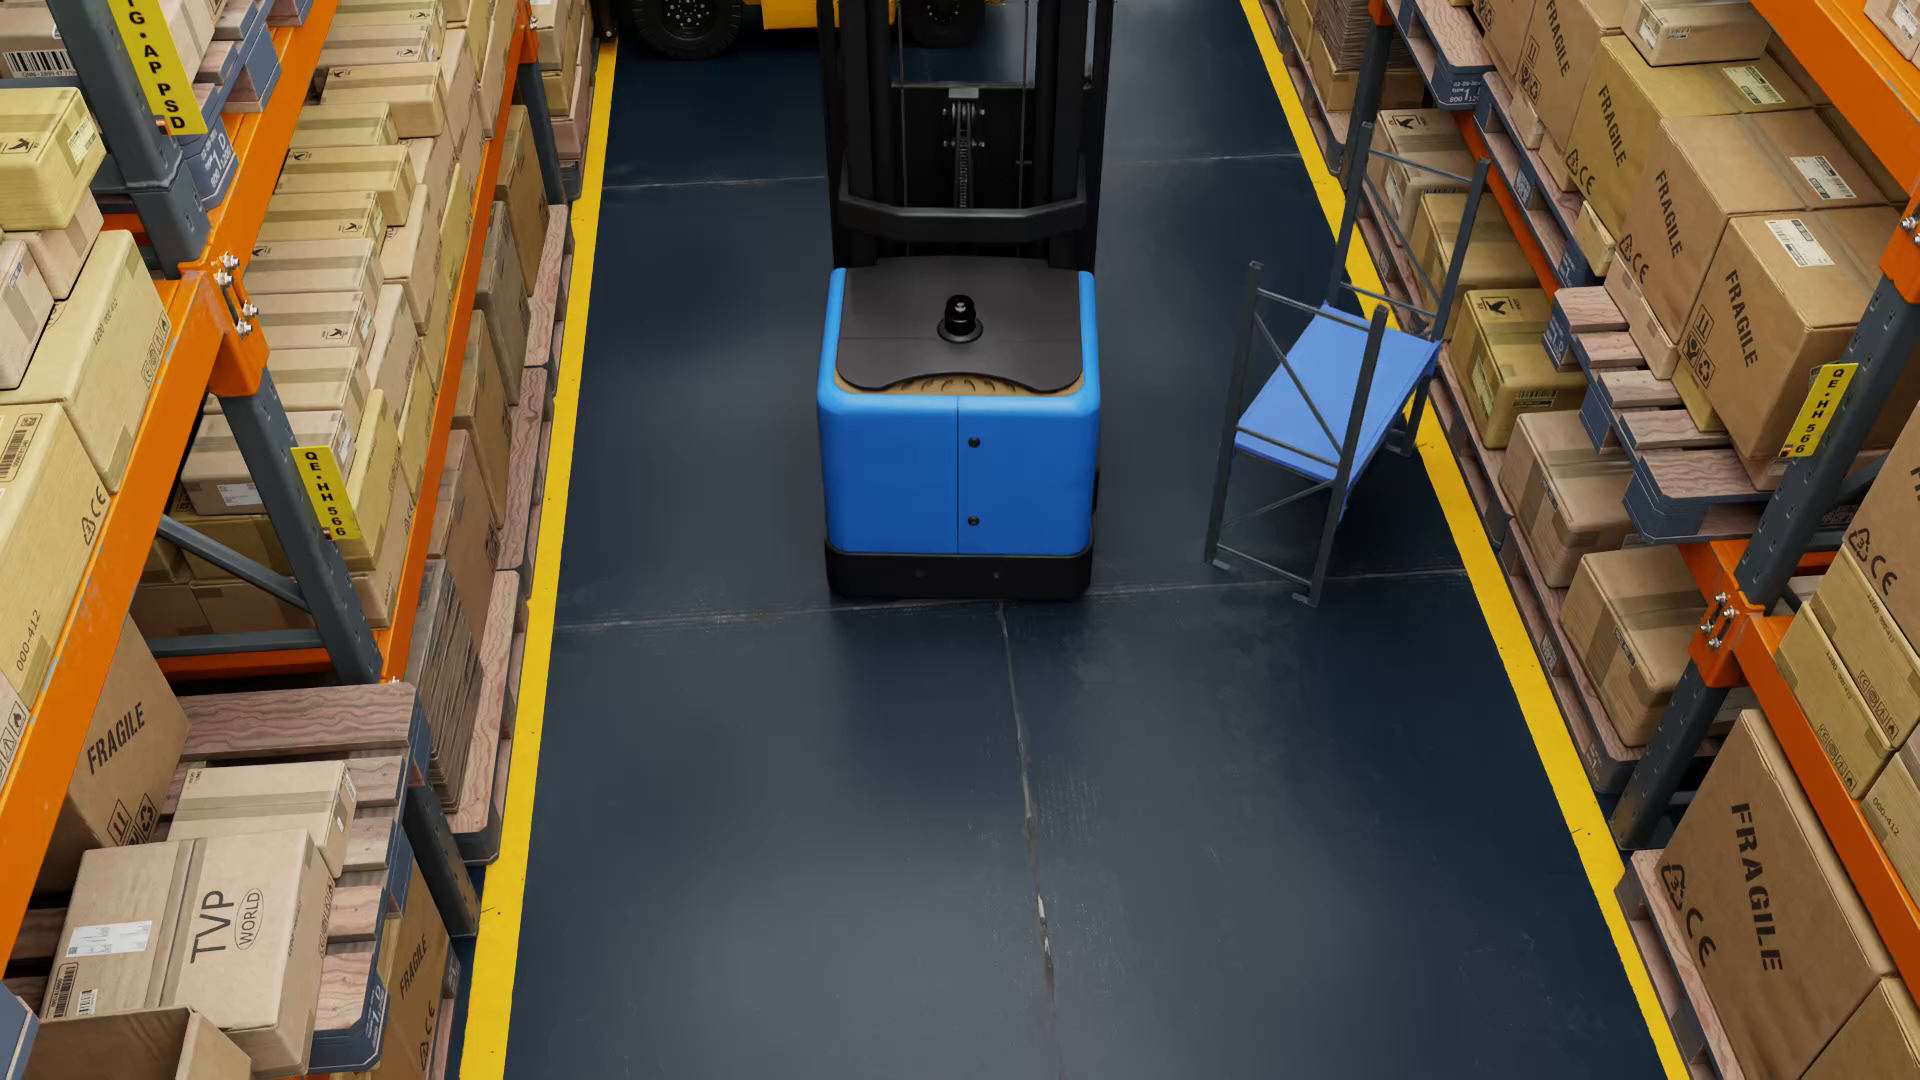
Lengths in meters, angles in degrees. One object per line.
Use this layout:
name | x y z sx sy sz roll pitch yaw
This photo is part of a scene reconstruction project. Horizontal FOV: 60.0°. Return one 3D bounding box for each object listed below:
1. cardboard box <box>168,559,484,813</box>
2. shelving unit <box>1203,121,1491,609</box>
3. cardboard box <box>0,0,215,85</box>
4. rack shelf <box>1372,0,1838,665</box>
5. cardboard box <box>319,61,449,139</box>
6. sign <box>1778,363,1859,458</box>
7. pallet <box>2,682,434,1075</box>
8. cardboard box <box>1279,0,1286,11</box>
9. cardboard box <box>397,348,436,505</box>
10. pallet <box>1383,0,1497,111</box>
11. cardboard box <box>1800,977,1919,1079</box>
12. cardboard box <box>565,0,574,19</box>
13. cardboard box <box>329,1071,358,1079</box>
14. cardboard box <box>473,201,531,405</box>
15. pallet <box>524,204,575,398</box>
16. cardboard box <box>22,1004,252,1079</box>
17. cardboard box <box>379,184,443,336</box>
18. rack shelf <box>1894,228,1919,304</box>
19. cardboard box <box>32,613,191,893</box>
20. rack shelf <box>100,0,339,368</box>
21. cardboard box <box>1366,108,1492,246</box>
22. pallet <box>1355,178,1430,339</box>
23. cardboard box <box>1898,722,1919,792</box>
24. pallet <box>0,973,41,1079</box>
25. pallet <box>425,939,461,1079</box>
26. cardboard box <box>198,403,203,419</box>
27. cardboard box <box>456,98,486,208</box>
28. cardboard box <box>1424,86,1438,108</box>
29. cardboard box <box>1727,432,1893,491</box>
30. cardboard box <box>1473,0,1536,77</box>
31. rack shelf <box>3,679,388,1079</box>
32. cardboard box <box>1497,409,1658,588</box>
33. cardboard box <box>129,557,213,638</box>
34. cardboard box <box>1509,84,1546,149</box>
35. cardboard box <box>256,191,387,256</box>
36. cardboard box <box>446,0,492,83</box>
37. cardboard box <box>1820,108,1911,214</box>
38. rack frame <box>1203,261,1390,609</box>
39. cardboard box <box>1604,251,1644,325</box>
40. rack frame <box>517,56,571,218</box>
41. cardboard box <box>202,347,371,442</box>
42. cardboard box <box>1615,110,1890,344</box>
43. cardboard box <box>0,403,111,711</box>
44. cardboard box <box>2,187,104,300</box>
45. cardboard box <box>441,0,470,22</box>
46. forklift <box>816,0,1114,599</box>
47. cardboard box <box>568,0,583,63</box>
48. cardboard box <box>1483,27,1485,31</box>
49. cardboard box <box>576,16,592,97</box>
cardboard box | -2.173 0.516 5.678 0.875 0.625 0.625 -2 47 -2
shelving unit | 1.479 -0.660 6.478 0.538 1.500 1.048 24 51 21
cardboard box | -1.861 -1.105 3.604 0.380 0.166 0.250 -4 47 -3
rack shelf | 2.644 -1.208 6.460 1.077 0.370 4.000 -3 47 -3
cardboard box | -1.984 -1.512 5.737 0.380 0.149 0.250 -5 47 -4
sign | 2.272 -0.340 4.399 0.100 0.325 0.005 -3 47 -3
pallet | -2.008 0.848 4.150 1.213 0.211 1.003 -3 47 -3
cardboard box | 2.067 -3.266 9.518 0.500 0.250 0.500 -3 47 -3
cardboard box | -1.965 -0.353 5.258 0.500 0.250 0.500 -4 47 -4
pallet | 2.396 -2.275 7.107 1.003 0.211 1.213 -3 47 -3
cardboard box | 2.857 1.728 4.358 0.875 0.875 0.875 -3 47 -3
cardboard box | -2.230 -2.881 8.465 0.500 0.250 0.500 -3 47 -3
cardboard box | -1.809 1.519 4.368 0.380 0.149 0.250 -5 47 -5
cardboard box | -2.357 -0.987 7.102 0.875 0.625 0.625 -4 47 -4
pallet | -2.369 -1.109 7.791 1.003 0.211 1.213 -3 47 -3
cardboard box | -1.814 1.286 3.243 0.797 0.503 0.637 -4 47 -4
cardboard box | -1.995 -0.902 5.434 0.500 0.250 0.500 -5 47 -4
rack shelf | 2.979 0.654 2.630 1.077 0.370 4.000 -3 47 -3
cardboard box | -2.247 0.499 3.990 0.500 0.500 0.500 -2 47 -1
rack shelf | -2.302 -1.935 5.083 1.077 0.370 4.000 -3 47 -3
cardboard box | 2.523 -1.764 8.012 0.950 0.372 0.625 -3 47 -3
pallet | 2.543 -1.380 8.049 1.003 0.211 1.213 -3 47 -3
cardboard box | 2.650 0.627 3.986 0.500 0.250 0.500 -2 47 -2
pallet | -1.874 0.997 1.940 1.213 0.211 1.003 -3 47 -3
pallet | -2.110 1.797 5.039 1.003 0.211 1.213 -3 47 -3
cardboard box | -2.494 -0.502 5.055 0.500 0.250 0.500 -3 47 -3
cardboard box | -2.108 -1.473 6.319 0.500 0.250 0.500 -3 47 -3
cardboard box | 2.696 -2.545 8.835 0.500 0.250 0.500 -5 47 -5
cardboard box | 2.550 -0.289 4.978 0.380 0.149 0.250 -2 47 -2
cardboard box | 2.300 -2.106 6.252 0.500 0.500 0.500 -4 47 -4
rack shelf | -1.967 1.990 3.431 1.077 0.370 4.000 -3 47 -3
cardboard box | 2.704 -0.192 6.523 0.950 0.372 0.625 -4 47 -4
cardboard box | -2.427 0.038 4.888 0.500 0.250 0.500 -4 47 -4
cardboard box | 2.289 -1.597 6.217 0.380 0.149 0.250 -2 47 -2
cardboard box | -2.024 -0.956 5.210 0.380 0.149 0.250 -3 47 -3
cardboard box | -2.123 -2.007 6.480 0.500 0.250 0.500 -5 47 -4
cardboard box | 2.954 -1.006 5.210 0.500 0.500 0.500 -1 47 -1
rack frame | 1.215 -0.344 6.180 0.500 1.500 0.032 24 51 21
cardboard box | 2.376 -0.841 5.501 0.380 0.149 0.250 -5 47 -5
rack frame | -2.469 -2.598 7.281 1.000 3.000 0.127 -3 47 -3
cardboard box | -1.891 -0.403 4.687 0.380 0.149 0.250 -3 47 -2
cardboard box | 2.442 -0.975 5.181 0.500 0.500 0.500 -4 47 -4
cardboard box | -1.807 0.036 2.824 0.500 0.250 0.500 -3 47 -3
cardboard box | -1.865 -0.579 3.132 0.380 0.149 0.250 -3 47 -2
cardboard box | -2.058 -2.074 6.269 0.380 0.149 0.250 -5 47 -5
forklift | 0.023 -1.831 6.602 1.130 2.935 3.031 1 47 1
cardboard box | -2.246 -2.702 8.640 0.500 0.250 0.500 -4 47 -4
cardboard box | 2.320 -2.160 6.750 0.380 0.149 0.250 -1 47 -1
cardboard box | -2.238 -2.534 8.825 0.500 0.250 0.500 -4 47 -4
